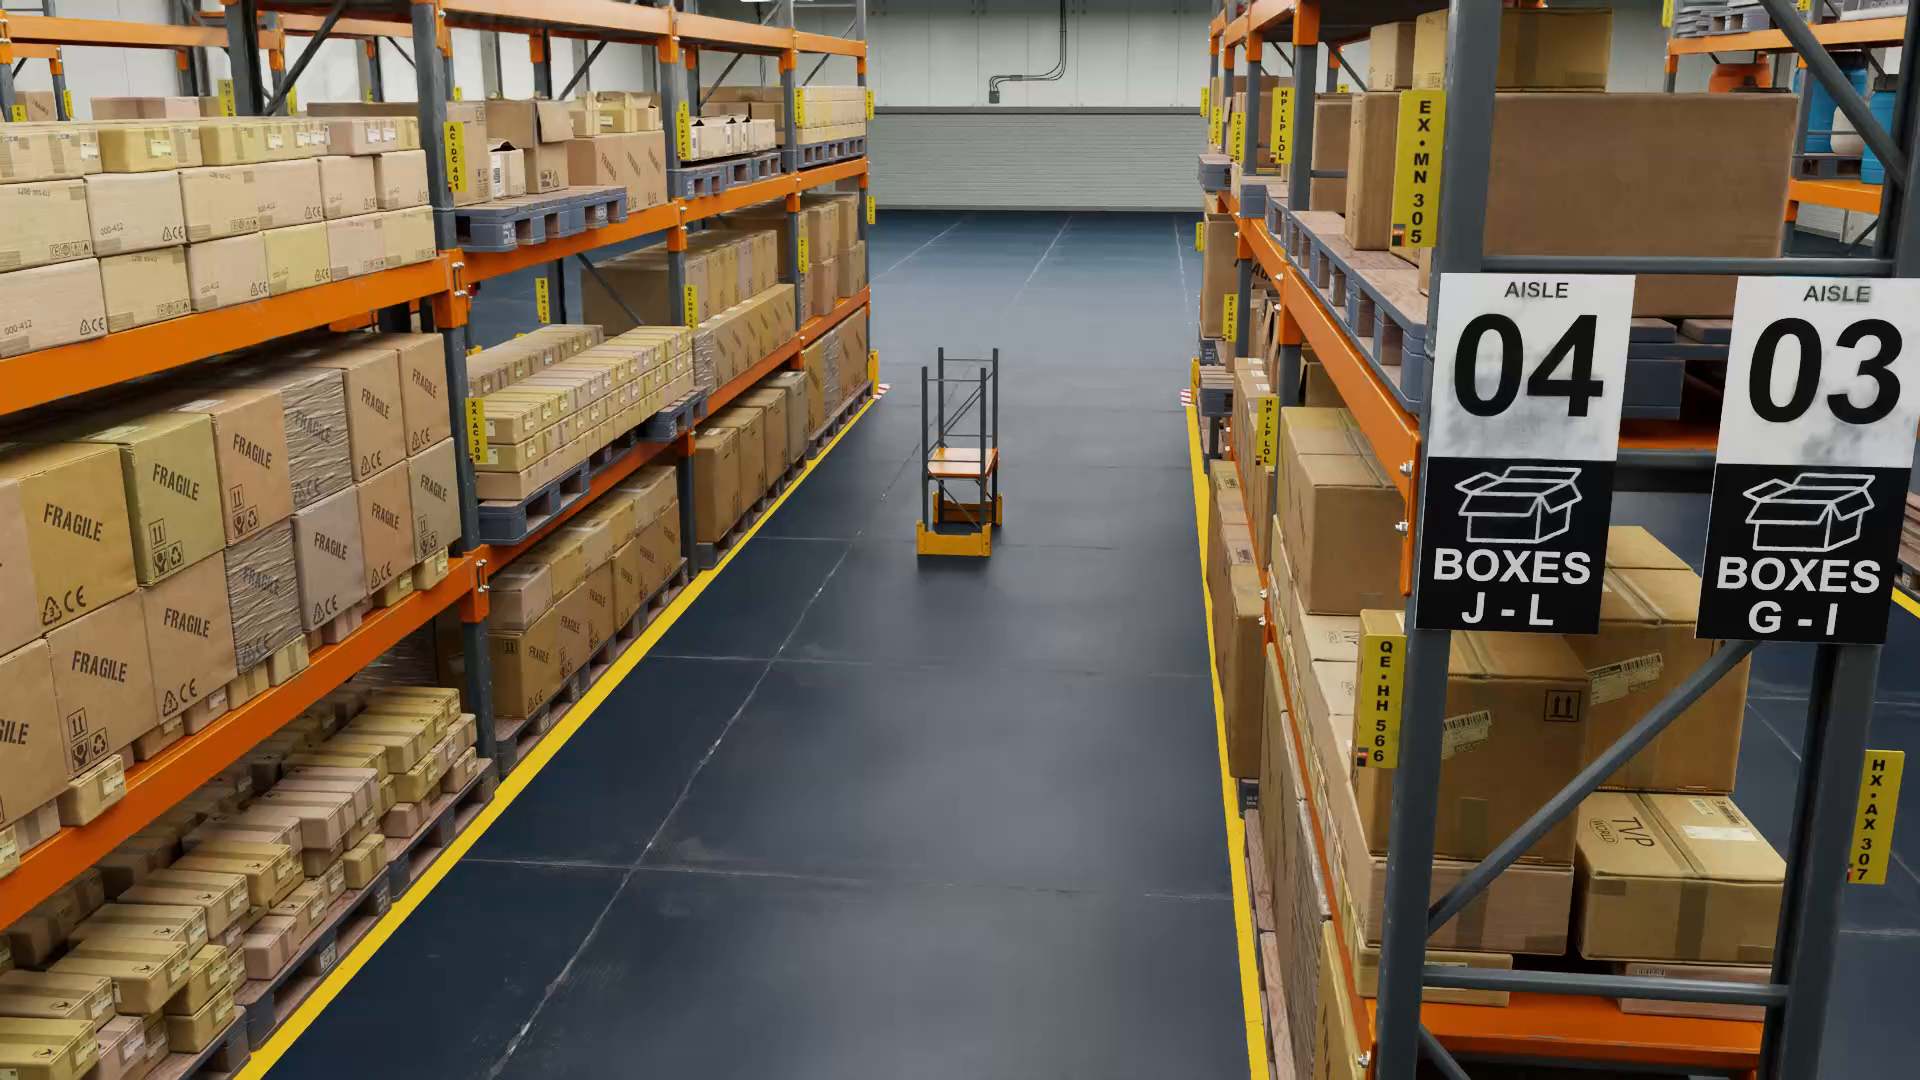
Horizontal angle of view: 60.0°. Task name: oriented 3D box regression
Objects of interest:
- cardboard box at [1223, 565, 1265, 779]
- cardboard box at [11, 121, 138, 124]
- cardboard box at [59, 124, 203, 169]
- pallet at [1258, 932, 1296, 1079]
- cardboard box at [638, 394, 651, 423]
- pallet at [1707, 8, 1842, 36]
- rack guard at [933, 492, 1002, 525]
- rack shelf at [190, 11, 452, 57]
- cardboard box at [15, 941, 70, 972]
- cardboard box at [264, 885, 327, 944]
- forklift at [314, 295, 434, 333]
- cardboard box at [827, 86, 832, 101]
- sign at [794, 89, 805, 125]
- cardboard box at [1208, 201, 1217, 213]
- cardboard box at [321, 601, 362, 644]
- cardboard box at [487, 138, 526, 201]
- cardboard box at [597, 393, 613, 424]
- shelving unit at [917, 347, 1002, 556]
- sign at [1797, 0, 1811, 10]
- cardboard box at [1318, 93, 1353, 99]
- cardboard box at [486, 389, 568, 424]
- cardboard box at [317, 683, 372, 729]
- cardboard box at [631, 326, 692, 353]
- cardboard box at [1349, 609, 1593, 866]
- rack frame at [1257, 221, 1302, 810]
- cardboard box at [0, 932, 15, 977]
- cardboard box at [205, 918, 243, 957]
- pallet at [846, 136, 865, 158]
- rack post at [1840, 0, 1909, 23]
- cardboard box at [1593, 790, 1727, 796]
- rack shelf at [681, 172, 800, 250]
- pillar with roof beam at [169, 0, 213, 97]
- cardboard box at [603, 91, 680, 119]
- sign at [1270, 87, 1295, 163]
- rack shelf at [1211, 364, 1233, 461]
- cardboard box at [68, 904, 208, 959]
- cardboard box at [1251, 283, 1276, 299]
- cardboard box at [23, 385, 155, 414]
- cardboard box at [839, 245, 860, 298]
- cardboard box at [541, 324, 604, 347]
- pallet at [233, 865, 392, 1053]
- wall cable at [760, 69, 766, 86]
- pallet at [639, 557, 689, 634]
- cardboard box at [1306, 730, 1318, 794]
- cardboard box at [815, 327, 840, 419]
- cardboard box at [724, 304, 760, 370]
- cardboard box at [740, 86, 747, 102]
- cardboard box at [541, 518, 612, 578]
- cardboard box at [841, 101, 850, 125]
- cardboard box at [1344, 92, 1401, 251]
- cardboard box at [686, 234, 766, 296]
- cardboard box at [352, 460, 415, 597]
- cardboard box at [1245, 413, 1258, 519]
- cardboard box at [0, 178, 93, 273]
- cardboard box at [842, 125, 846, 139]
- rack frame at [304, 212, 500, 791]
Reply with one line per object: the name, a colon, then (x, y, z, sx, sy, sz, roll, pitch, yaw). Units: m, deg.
cardboard box: (2.021, 0.688, 8.639, 1.225, 0.875, 0.875, 2, 15, 6)
cardboard box: (-3.418, -1.543, 6.440, 0.380, 0.149, 0.250, 2, 15, 9)
cardboard box: (-2.932, -1.392, 5.884, 0.380, 0.149, 0.250, 2, 15, 8)
pallet: (1.670, 1.890, 6.270, 1.003, 0.211, 1.213, 2, 15, 6)
cardboard box: (-2.215, -0.853, 10.747, 0.380, 0.149, 0.250, 1, 15, 4)
pallet: (7.993, -5.042, 16.195, 1.003, 0.211, 1.213, 2, 15, 6)
rack guard: (0.065, -0.270, 14.180, 0.587, 0.250, 0.087, 2, 15, 6)
rack shelf: (-6.750, -5.401, 17.783, 1.077, 0.370, 4.000, 2, 15, 6)
cardboard box: (-3.434, 1.579, 6.162, 0.380, 0.149, 0.250, 2, 15, 6)
cardboard box: (-2.861, 1.542, 6.871, 0.380, 0.149, 0.250, 2, 15, 6)
forklift: (-4.848, -1.604, 13.978, 1.130, 2.935, 3.031, 1, 15, 5)
cardboard box: (-1.524, -4.593, 17.113, 0.380, 0.149, 0.250, 2, 15, 6)
sign: (-1.505, -4.052, 15.561, 0.100, 0.325, 0.005, 2, 15, 6)
cardboard box: (2.821, -3.232, 17.191, 0.500, 0.500, 0.500, 2, 15, 6)
cardboard box: (-2.813, 0.336, 7.154, 0.380, 0.149, 0.250, 1, 15, 4)
cardboard box: (-2.640, -1.971, 8.824, 0.500, 0.311, 0.500, 1, 15, 5)
cardboard box: (-2.304, -0.795, 9.963, 0.380, 0.149, 0.250, 1, 15, 5)
shelving unit: (0.009, -0.744, 13.539, 0.587, 1.500, 1.083, 2, 15, 6)
sign: (7.247, -4.712, 14.249, 0.100, 0.325, 0.005, 2, 15, 6)
cardboard box: (2.729, -2.858, 11.590, 0.500, 0.500, 0.500, 2, 15, 7)
cardboard box: (-2.390, -0.737, 9.179, 0.380, 0.149, 0.250, 2, 15, 7)
cardboard box: (-3.193, 0.828, 8.369, 0.380, 0.149, 0.250, 2, 15, 9)
cardboard box: (-2.097, -1.407, 11.654, 0.380, 0.149, 0.250, 1, 15, 4)
cardboard box: (1.311, 0.501, 4.342, 0.500, 0.500, 0.500, 2, 15, 7)
rack frame: (1.969, 0.031, 7.800, 1.000, 3.000, 0.127, 2, 15, 6)
cardboard box: (-3.603, 1.503, 5.873, 0.380, 0.149, 0.250, 1, 15, 5)
cardboard box: (-2.986, 1.527, 6.354, 0.380, 0.149, 0.250, 1, 15, 4)
pallet: (-1.668, -4.466, 18.855, 1.003, 0.211, 1.213, 2, 15, 6)
rack post: (7.656, -4.377, 12.227, 1.013, 1.000, 3.121, 2, 15, 6)
cardboard box: (1.892, 0.746, 4.875, 0.500, 0.250, 0.500, 2, 15, 6)
rack shelf: (-2.271, -2.798, 13.895, 1.077, 0.370, 4.000, 2, 15, 6)
pillar with roof beam: (-7.476, -7.690, 24.860, 9.100, 9.000, 0.400, 2, 15, 6)
cardboard box: (-2.579, -3.385, 13.500, 0.500, 0.500, 0.500, 2, 15, 6)
sign: (1.428, -1.832, 7.350, 0.100, 0.325, 0.005, 2, 15, 6)
rack shelf: (2.646, -1.178, 13.649, 1.077, 0.370, 4.000, 2, 15, 6)
cardboard box: (-2.990, 1.453, 6.058, 0.380, 0.149, 0.250, 1, 15, 4)
cardboard box: (2.767, -1.844, 13.733, 0.797, 0.503, 0.637, 3, 15, 12)
cardboard box: (-3.432, -0.308, 6.378, 0.500, 0.500, 0.500, 1, 15, 4)
cardboard box: (-1.632, -3.085, 19.037, 0.875, 0.550, 0.550, 2, 15, 6)
cardboard box: (-2.742, -1.432, 11.748, 0.380, 0.149, 0.250, 2, 15, 6)
pallet: (-3.124, 1.697, 6.980, 1.003, 0.211, 1.213, 2, 15, 6)
wall cable: (-7.399, -13.267, 51.436, 3.097, 2.526, 0.112, 2, 15, 6)
pallet: (-2.587, 0.370, 11.889, 1.003, 0.211, 1.213, 2, 15, 6)
cardboard box: (1.373, 0.756, 5.602, 0.380, 0.149, 0.250, 2, 15, 6)
cardboard box: (-1.807, -1.788, 17.794, 0.875, 0.875, 0.875, 2, 15, 7)
cardboard box: (-2.008, -1.727, 14.112, 0.500, 0.500, 0.500, 2, 15, 6)
cardboard box: (-2.292, -4.348, 16.208, 0.380, 0.149, 0.250, 2, 15, 6)
cardboard box: (-2.483, 0.047, 10.291, 0.500, 0.250, 0.500, 2, 15, 8)
cardboard box: (-1.487, -4.629, 18.008, 0.500, 0.250, 0.500, 2, 15, 6)
cardboard box: (1.675, -1.241, 5.569, 0.700, 0.500, 0.500, 2, 15, 9)
cardboard box: (-2.152, -2.485, 14.997, 0.700, 0.500, 0.500, 1, 15, 5)
cardboard box: (-2.782, -0.065, 7.393, 0.500, 0.500, 0.500, 1, 15, 5)
cardboard box: (1.865, -0.410, 9.241, 0.500, 0.500, 0.500, 2, 15, 6)
cardboard box: (-3.034, -0.962, 5.057, 0.500, 0.250, 0.500, 2, 15, 6)
cardboard box: (-1.439, -4.405, 17.946, 0.380, 0.149, 0.250, 2, 15, 7)
rack frame: (-2.948, -0.141, 8.437, 1.000, 3.000, 0.127, 2, 15, 6)
